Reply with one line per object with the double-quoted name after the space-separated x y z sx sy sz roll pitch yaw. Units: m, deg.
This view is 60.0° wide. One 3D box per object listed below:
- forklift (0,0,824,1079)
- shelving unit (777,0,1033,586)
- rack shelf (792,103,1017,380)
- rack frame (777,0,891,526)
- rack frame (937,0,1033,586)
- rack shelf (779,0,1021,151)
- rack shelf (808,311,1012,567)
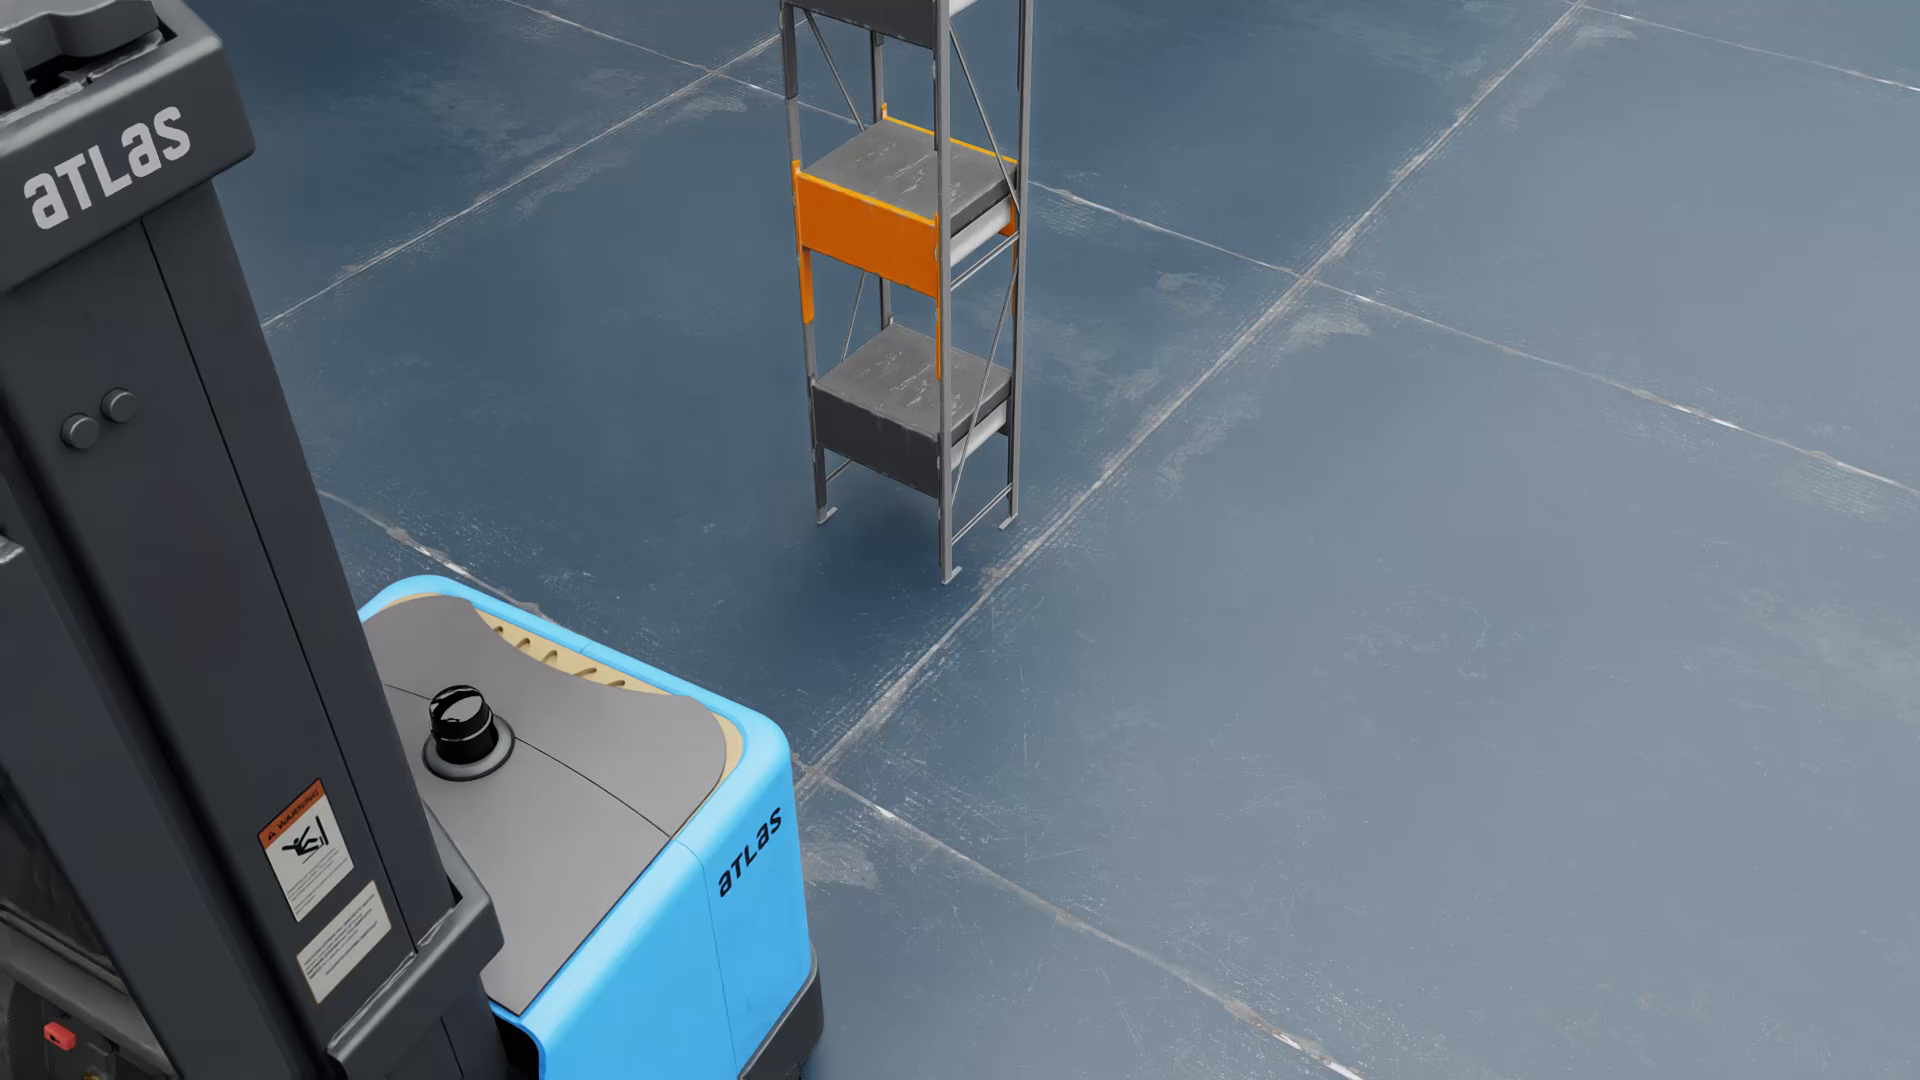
-1.472 0.775 2.186 1.130 2.935 3.031 20 46 21 "forklift"
-0.136 -0.846 4.621 0.503 2.100 0.431 25 48 25 "shelving unit"
-0.136 -0.836 4.630 0.480 0.518 0.431 25 48 25 "rack shelf"
-0.335 -0.939 4.725 0.015 2.100 0.400 25 48 25 "rack frame"
0.064 -0.752 4.516 0.015 2.100 0.400 25 48 25 "rack frame"
-0.136 -1.357 4.163 0.480 0.518 0.431 25 48 25 "rack shelf"
-0.136 -0.314 5.097 0.480 0.518 0.431 25 48 25 "rack shelf"
